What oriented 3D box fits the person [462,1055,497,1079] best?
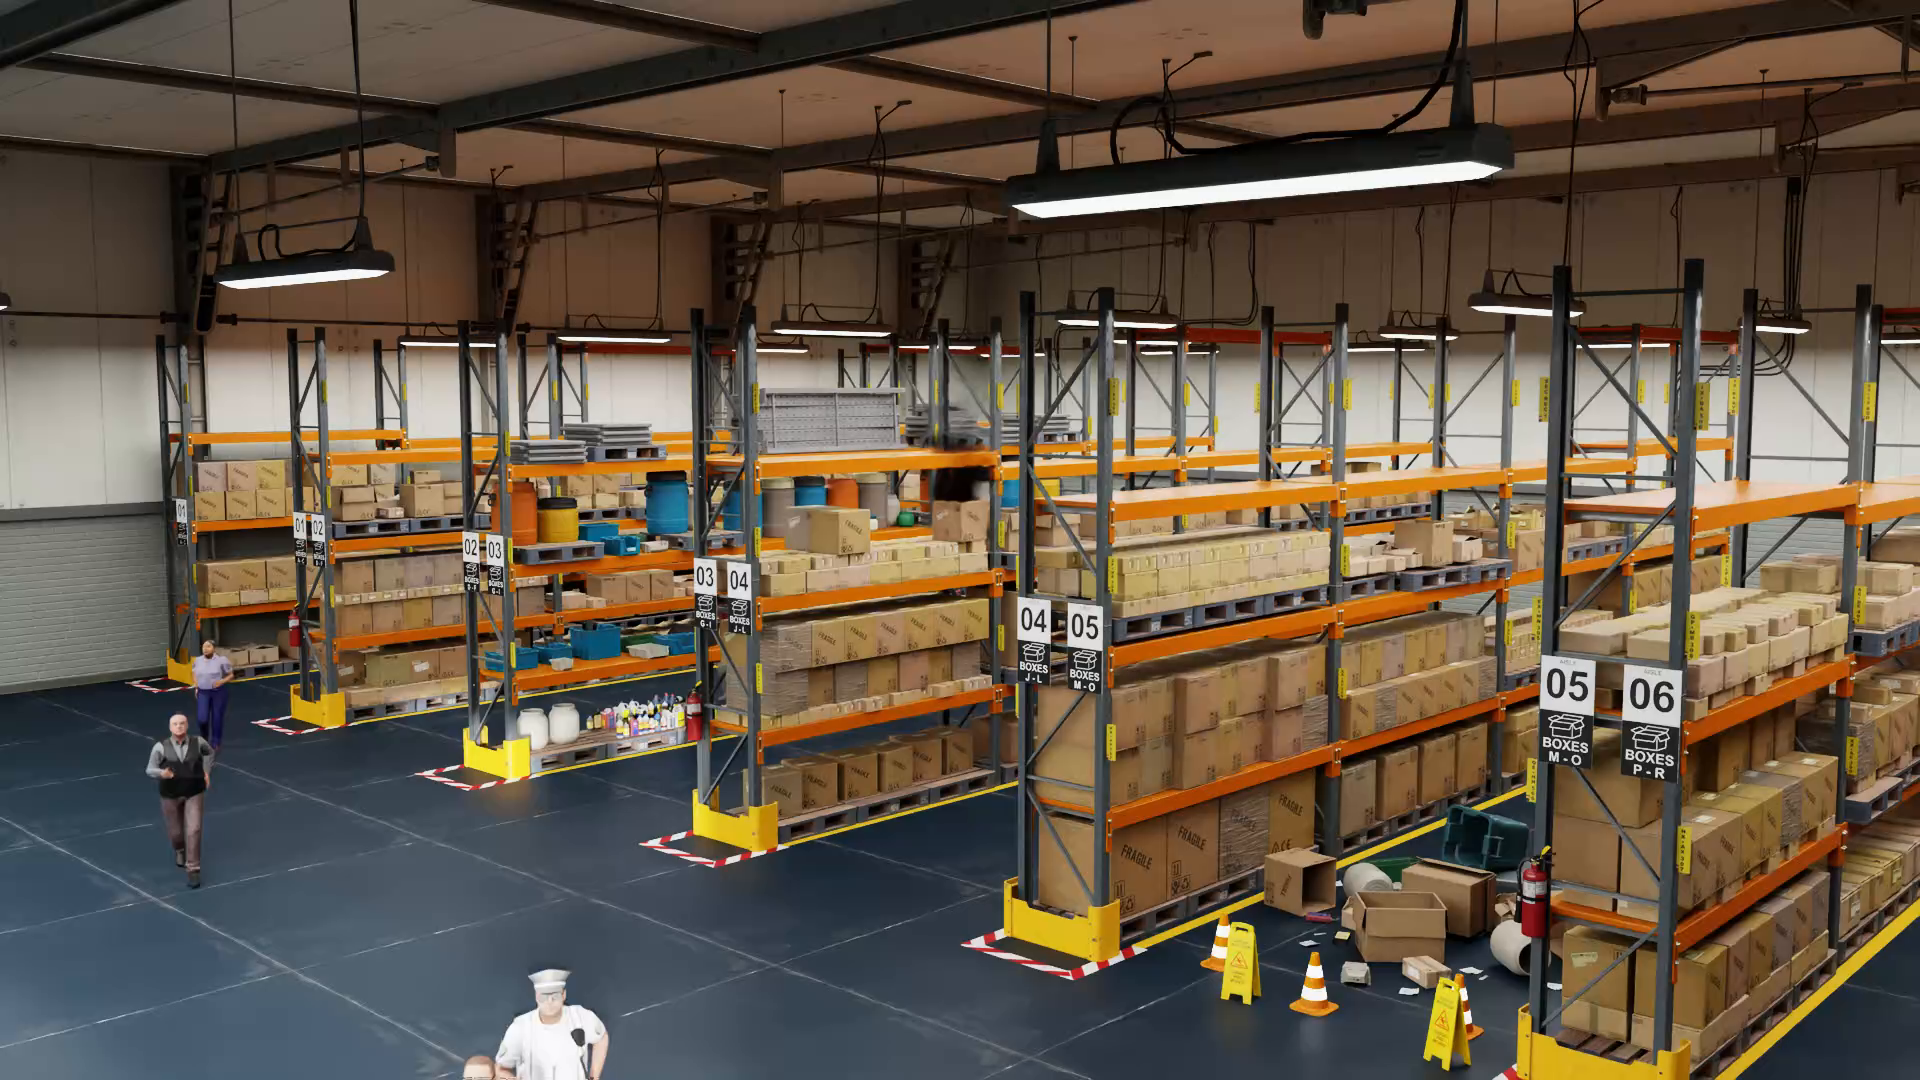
[{"bbox_3d":[-2.454,3.527,8.491,0.637,1.790,0.725,-1,5,-10],"label":"person"}]

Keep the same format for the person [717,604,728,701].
[{"bbox_3d":[-3.728,1.779,27.258,0.580,1.655,0.681,4,7,37],"label":"person"}]

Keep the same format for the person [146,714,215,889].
[{"bbox_3d":[-8.071,2.664,17.261,0.657,1.724,0.950,-3,6,-26],"label":"person"}]

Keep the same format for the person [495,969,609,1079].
[{"bbox_3d":[-2.392,3.376,9.800,0.664,1.784,0.944,-1,6,-14],"label":"person"}]

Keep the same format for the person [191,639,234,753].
[{"bbox_3d":[-10.419,2.184,23.150,0.586,1.612,0.592,-1,6,-14],"label":"person"}]
